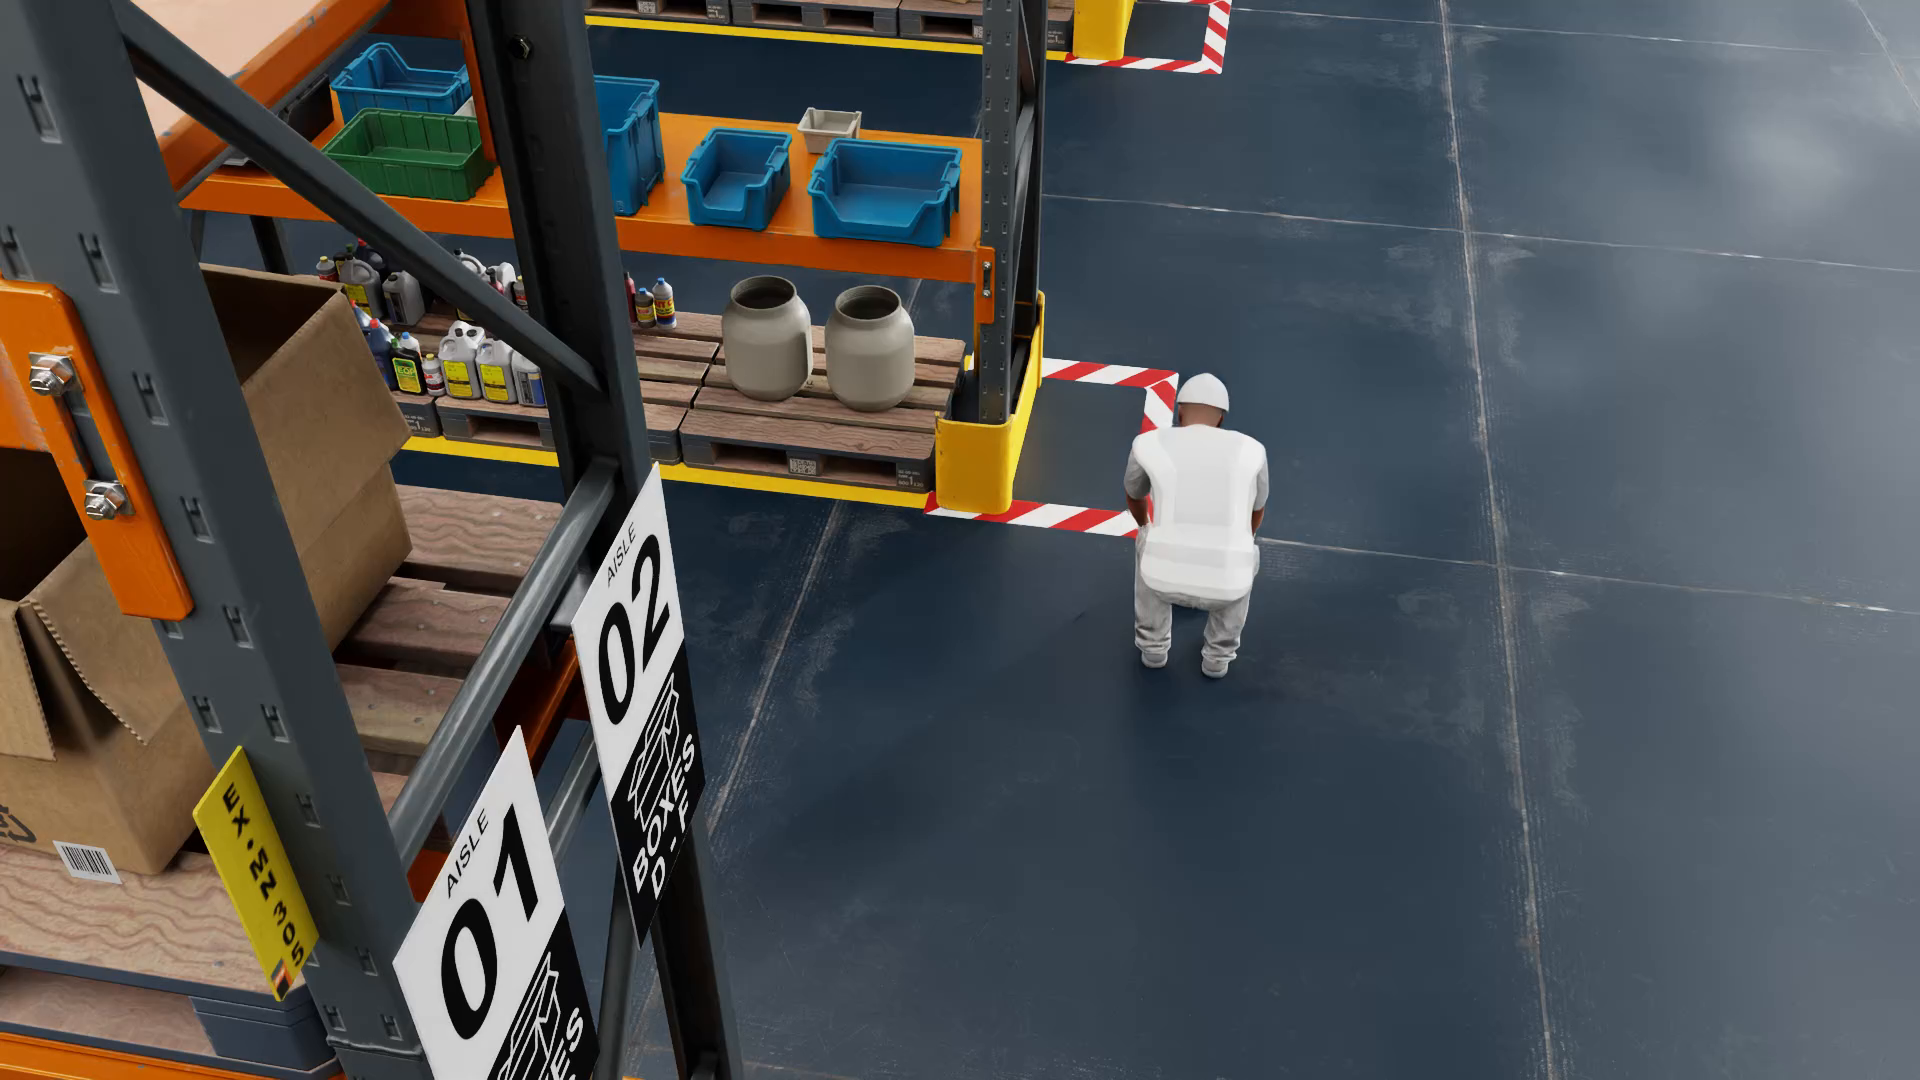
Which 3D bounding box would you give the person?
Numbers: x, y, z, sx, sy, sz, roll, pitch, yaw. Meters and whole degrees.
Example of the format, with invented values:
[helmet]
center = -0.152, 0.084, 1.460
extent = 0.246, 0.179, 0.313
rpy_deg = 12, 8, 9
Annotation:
[person]
center = 0.924, -0.018, 6.704
extent = 0.587, 1.087, 0.881
rpy_deg = 8, 41, 9
